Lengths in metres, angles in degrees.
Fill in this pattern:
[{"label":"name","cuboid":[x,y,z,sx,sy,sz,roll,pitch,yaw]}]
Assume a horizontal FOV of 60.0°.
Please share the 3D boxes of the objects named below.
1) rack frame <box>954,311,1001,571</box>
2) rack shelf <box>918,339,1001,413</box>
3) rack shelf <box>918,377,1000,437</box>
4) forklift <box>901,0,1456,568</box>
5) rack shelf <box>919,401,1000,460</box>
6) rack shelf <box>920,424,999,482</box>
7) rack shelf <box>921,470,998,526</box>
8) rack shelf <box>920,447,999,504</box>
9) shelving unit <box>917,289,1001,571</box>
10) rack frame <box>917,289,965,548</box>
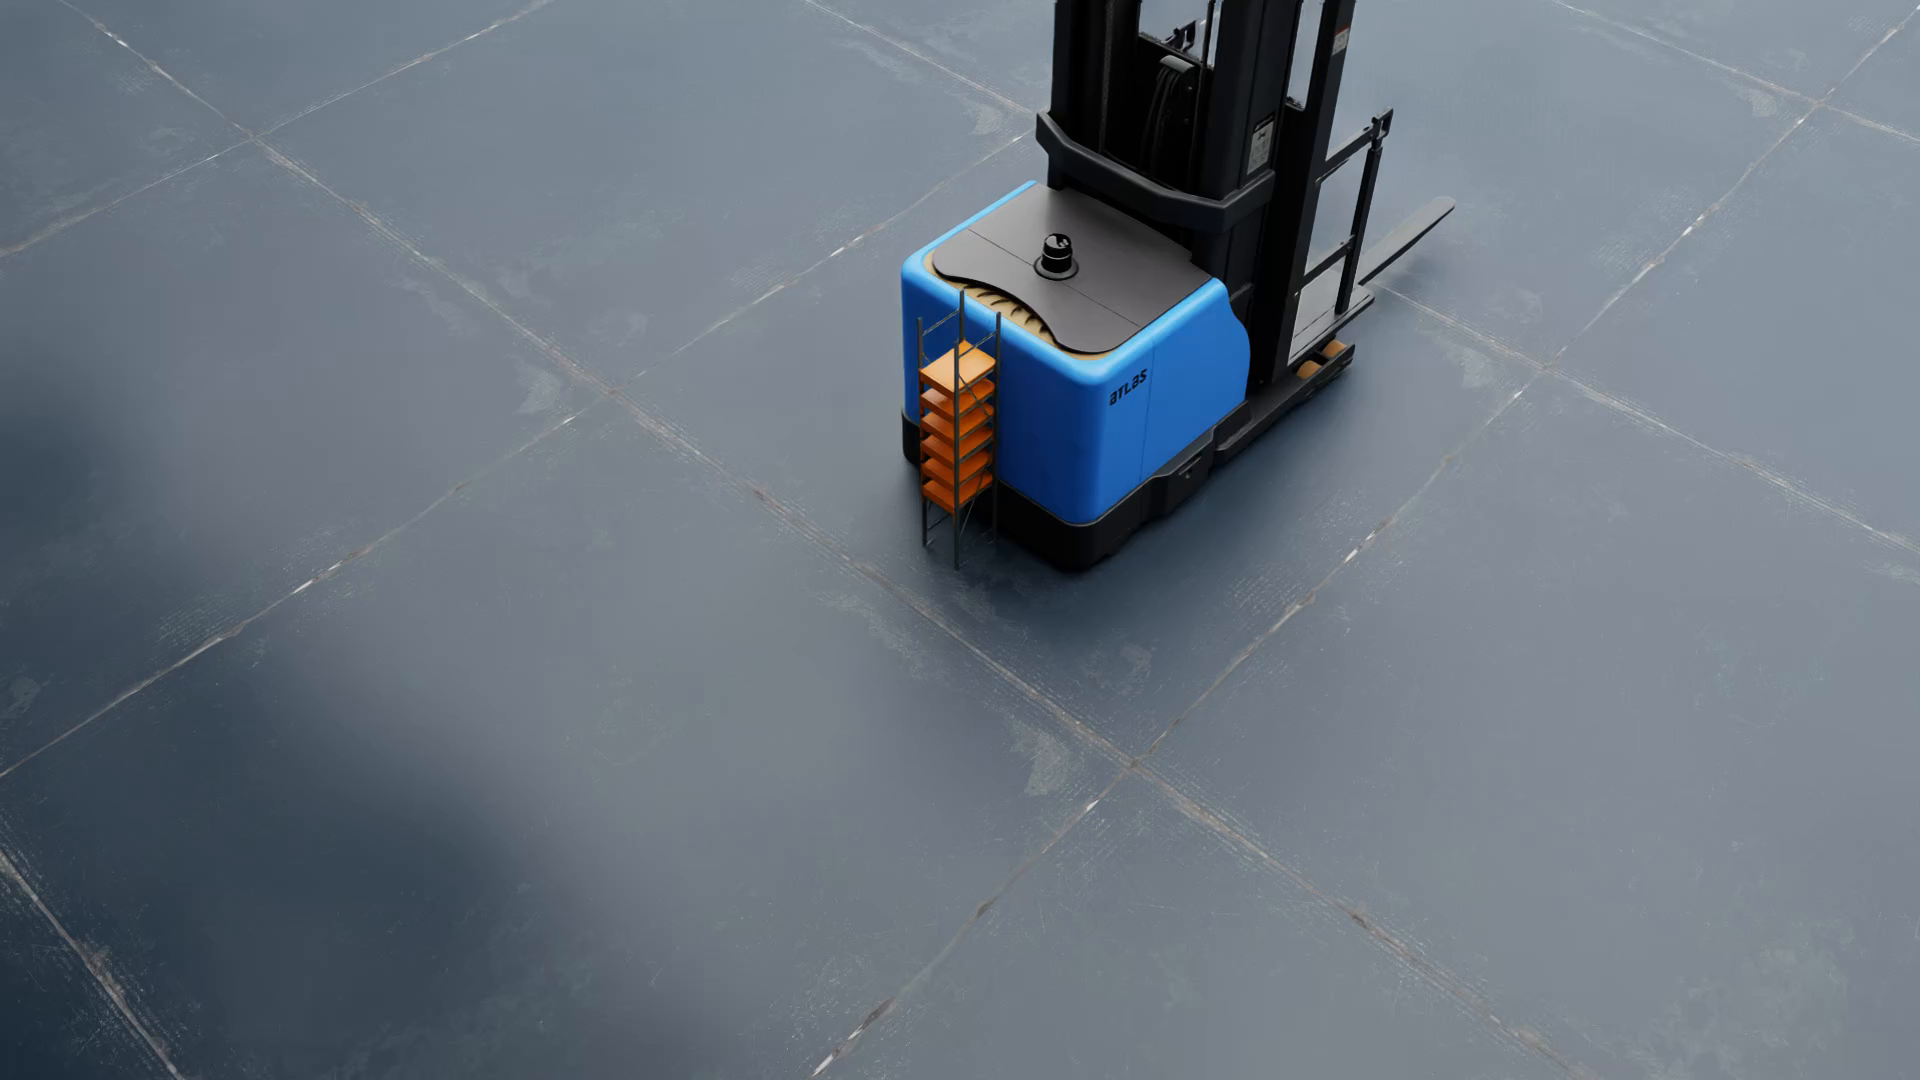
[{"label":"rack frame","cuboid":[0.064,-0.350,6.364,0.006,1.200,0.240,35,56,28]},{"label":"rack shelf","cuboid":[-0.002,-0.612,6.177,0.180,0.103,0.258,35,56,28]},{"label":"rack shelf","cuboid":[-0.002,-0.530,6.265,0.180,0.103,0.258,35,56,28]},{"label":"forklift","cuboid":[1.135,-1.873,6.607,1.130,2.935,3.031,35,56,28]},{"label":"rack shelf","cuboid":[-0.002,-0.448,6.352,0.180,0.103,0.258,35,56,28]},{"label":"rack shelf","cuboid":[-0.002,-0.366,6.440,0.180,0.103,0.258,35,56,28]},{"label":"rack shelf","cuboid":[-0.002,-0.201,6.615,0.180,0.103,0.258,35,56,28]},{"label":"rack shelf","cuboid":[-0.002,-0.283,6.527,0.180,0.103,0.258,35,56,28]},{"label":"shelving unit","cuboid":[-0.002,-0.396,6.407,0.189,1.200,0.258,35,56,28]},{"label":"rack frame","cuboid":[-0.068,-0.442,6.451,0.006,1.200,0.240,35,56,28]}]
